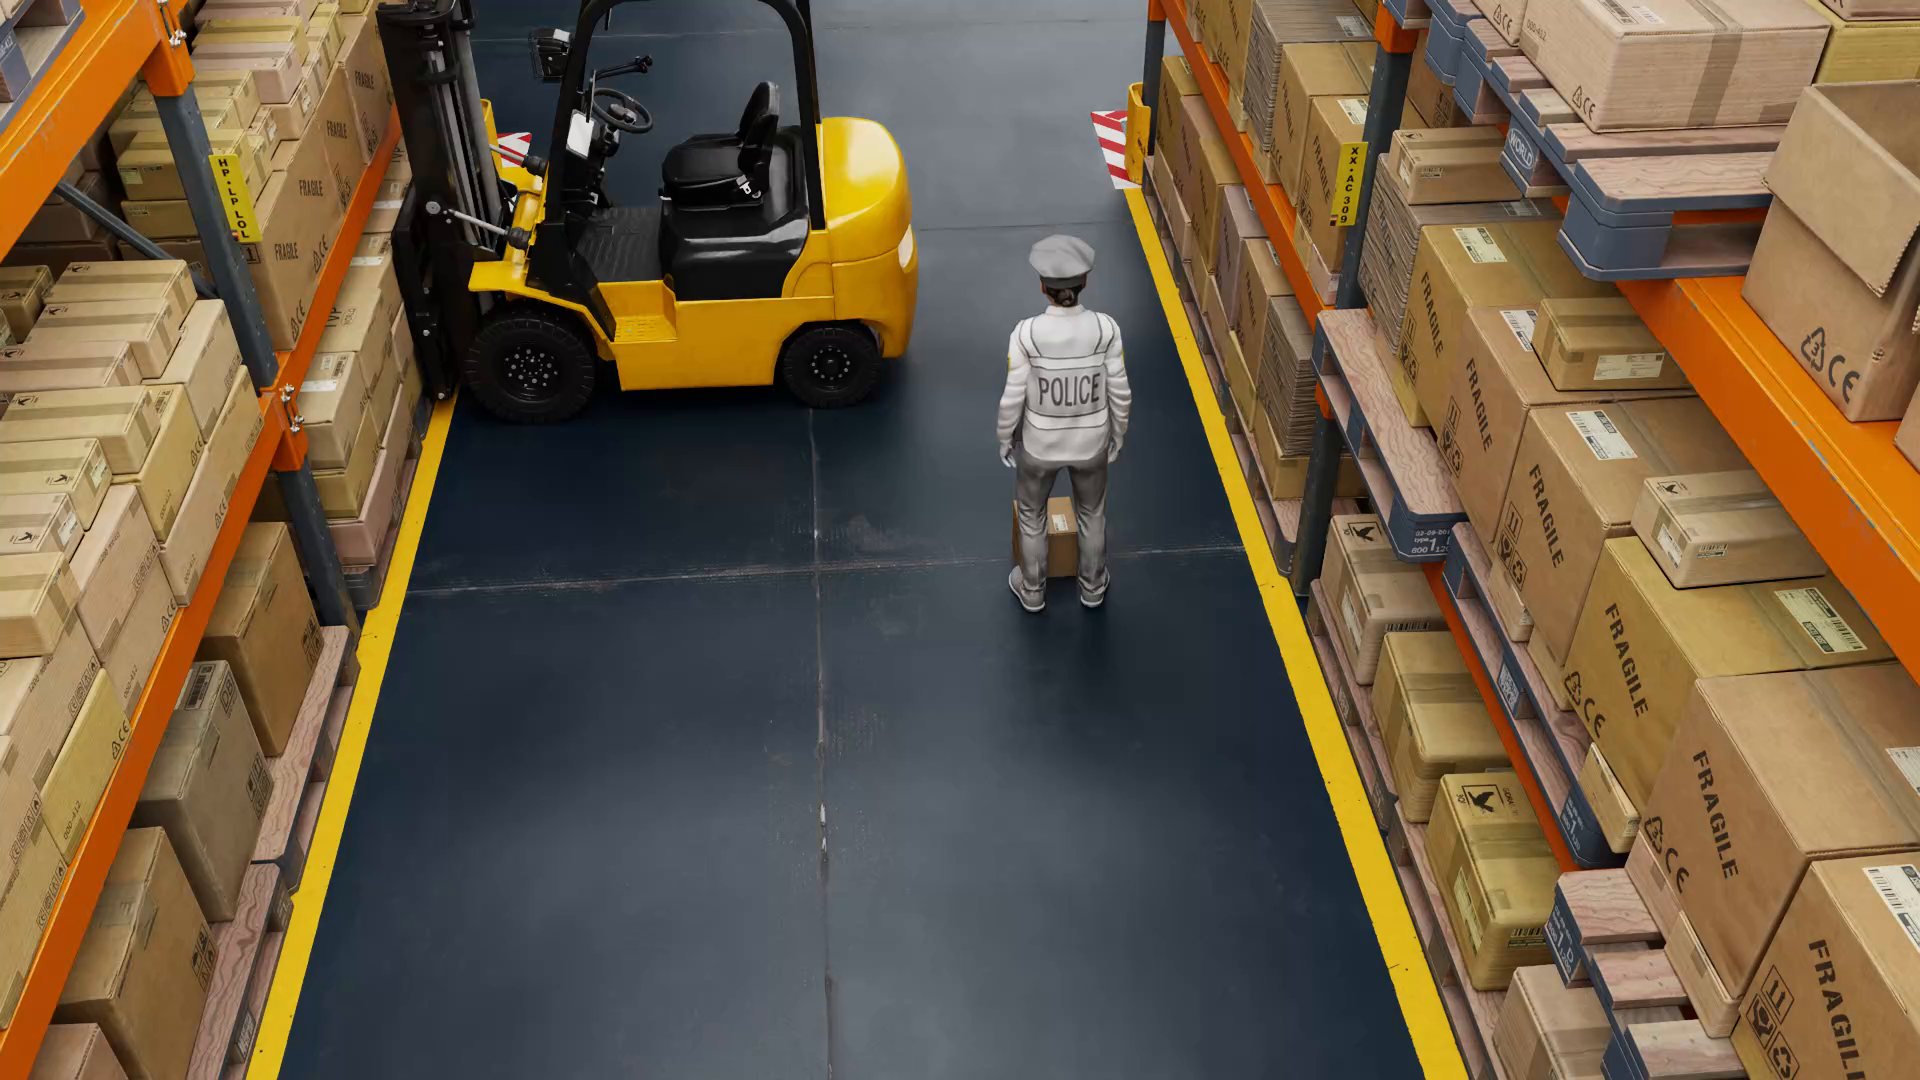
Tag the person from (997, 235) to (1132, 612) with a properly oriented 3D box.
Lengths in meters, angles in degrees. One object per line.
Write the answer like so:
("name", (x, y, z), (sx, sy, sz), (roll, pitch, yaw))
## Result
("person", (0.407, -0.402, 6.643), (0.525, 1.662, 0.374), (-4, 39, -4))
